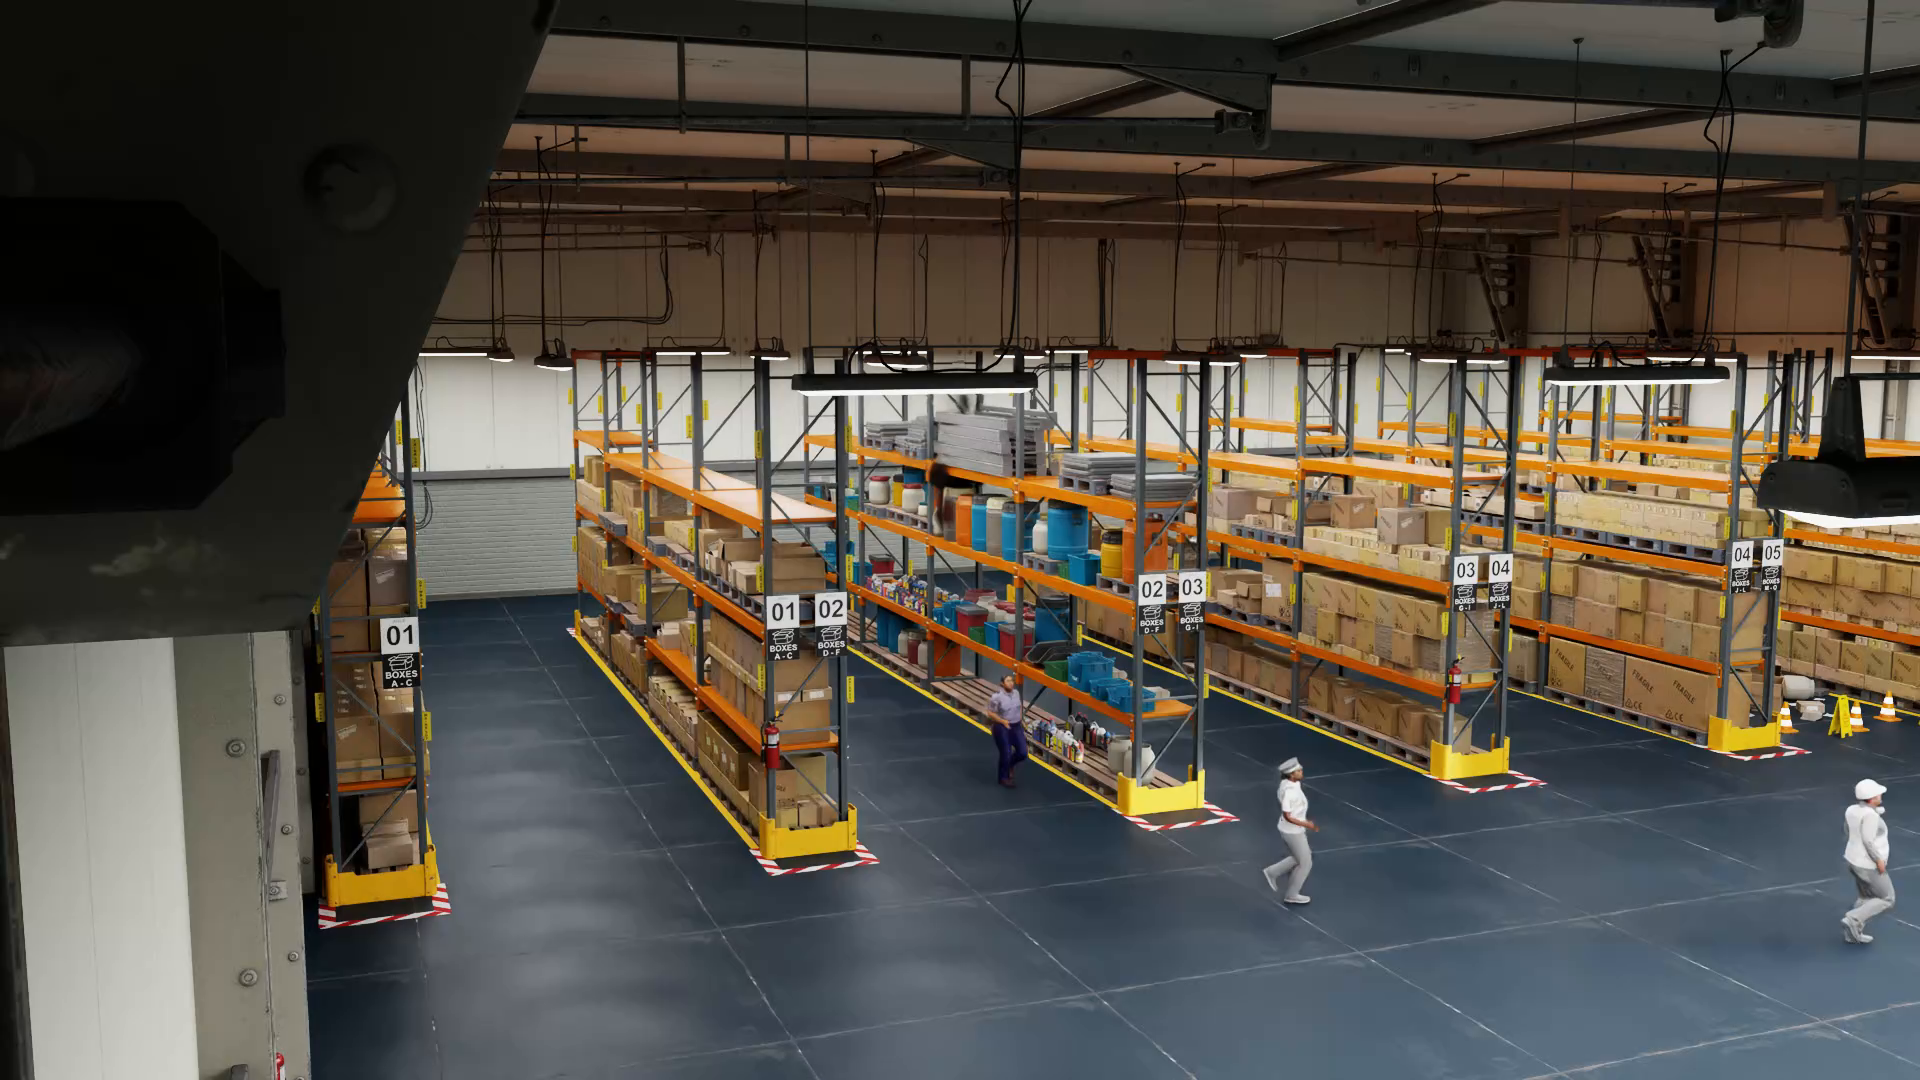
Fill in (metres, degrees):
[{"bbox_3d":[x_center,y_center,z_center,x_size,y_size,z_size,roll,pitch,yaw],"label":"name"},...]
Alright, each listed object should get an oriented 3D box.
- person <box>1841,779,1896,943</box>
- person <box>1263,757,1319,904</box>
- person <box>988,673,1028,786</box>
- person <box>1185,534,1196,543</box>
[{"bbox_3d":[9.406,3.338,17.230,0.515,1.735,0.666,0,7,4],"label":"person"},{"bbox_3d":[3.682,3.220,18.491,0.584,1.650,0.573,1,7,7],"label":"person"},{"bbox_3d":[0.689,2.655,23.214,0.581,1.602,0.536,-4,8,-30],"label":"person"},{"bbox_3d":[5.730,0.454,41.379,0.620,1.540,0.573,-4,8,-27],"label":"person"}]
